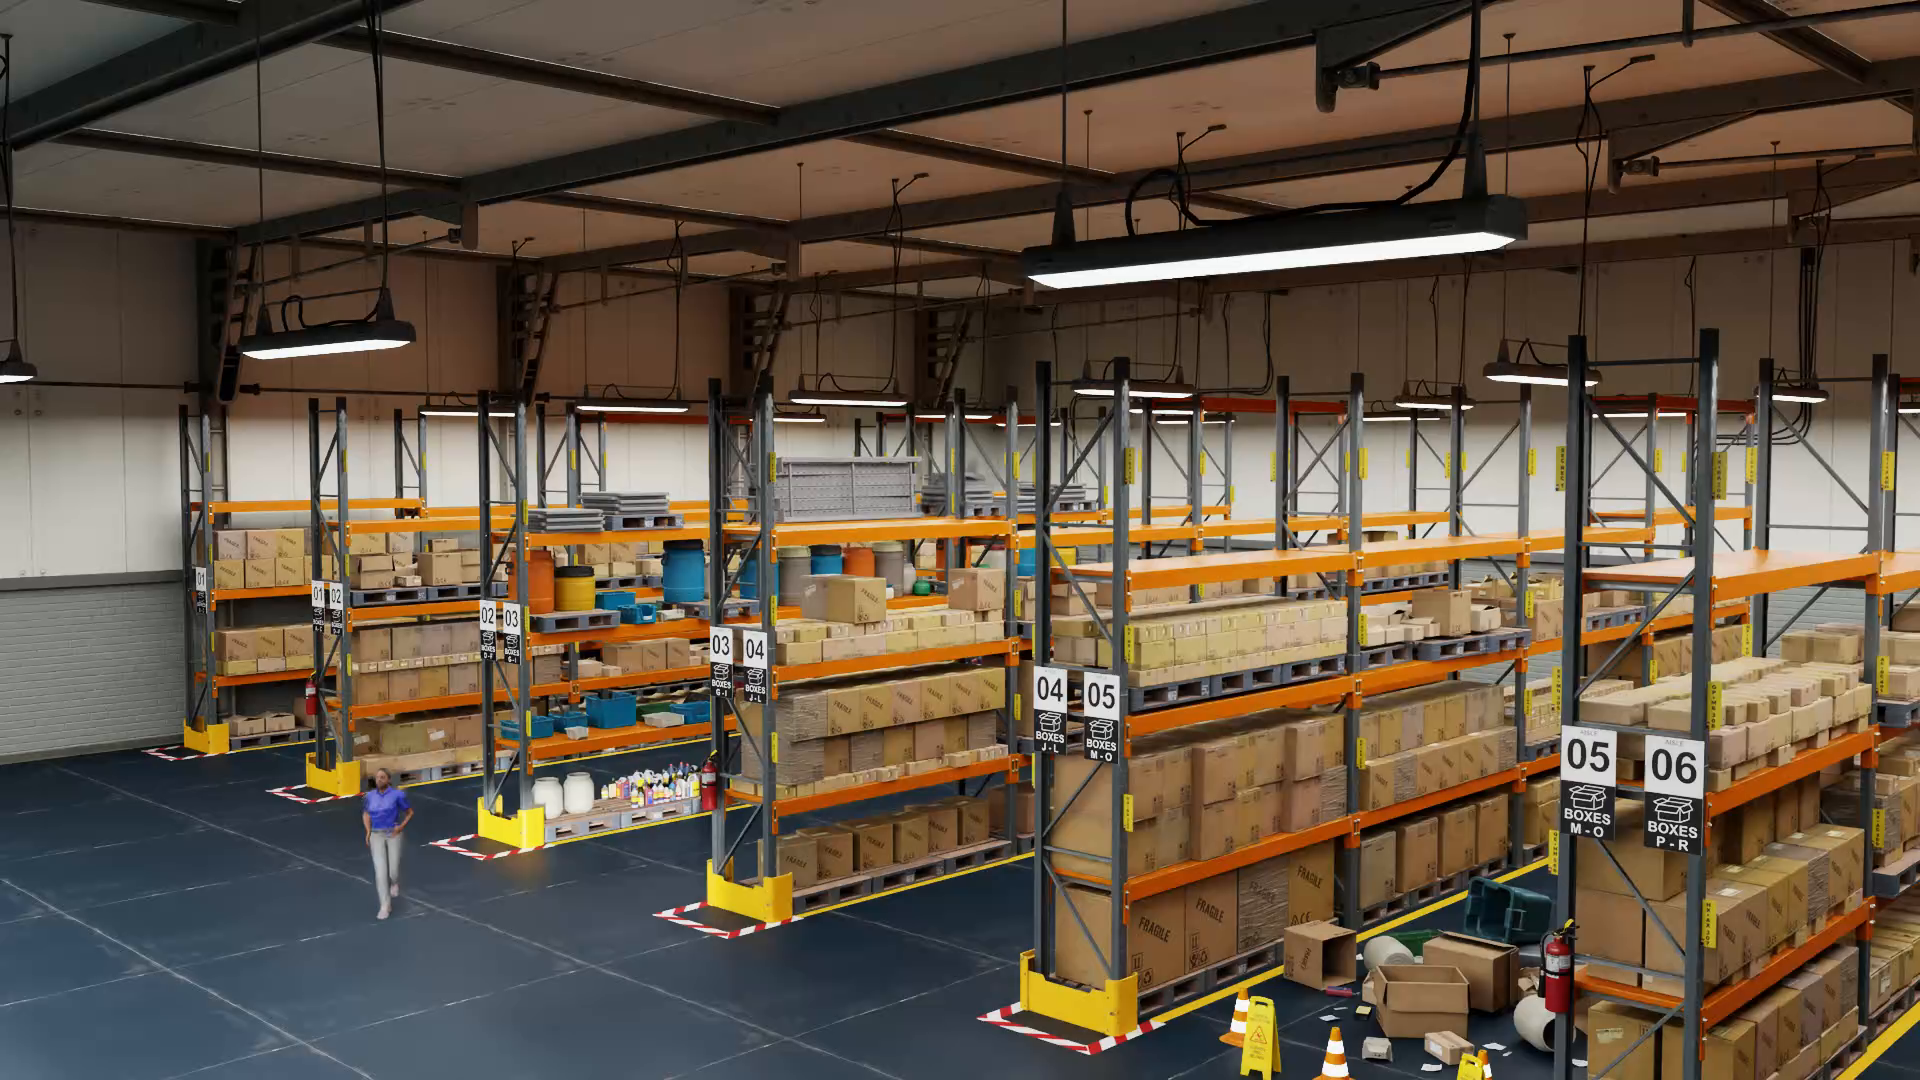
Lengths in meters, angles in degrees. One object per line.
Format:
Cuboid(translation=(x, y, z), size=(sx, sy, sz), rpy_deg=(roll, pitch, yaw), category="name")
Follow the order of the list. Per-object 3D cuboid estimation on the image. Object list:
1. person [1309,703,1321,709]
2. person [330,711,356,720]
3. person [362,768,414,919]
Cuboid(translation=(5.045, 3.165, 23.874), size=(0.532, 1.467, 0.555), rpy_deg=(2, 4, 34), category="person")
Cuboid(translation=(-9.929, 2.855, 27.339), size=(0.655, 1.750, 0.718), rpy_deg=(2, 3, 27), category="person")
Cuboid(translation=(-6.446, 3.381, 18.708), size=(0.576, 1.634, 0.636), rpy_deg=(0, 3, -7), category="person")
